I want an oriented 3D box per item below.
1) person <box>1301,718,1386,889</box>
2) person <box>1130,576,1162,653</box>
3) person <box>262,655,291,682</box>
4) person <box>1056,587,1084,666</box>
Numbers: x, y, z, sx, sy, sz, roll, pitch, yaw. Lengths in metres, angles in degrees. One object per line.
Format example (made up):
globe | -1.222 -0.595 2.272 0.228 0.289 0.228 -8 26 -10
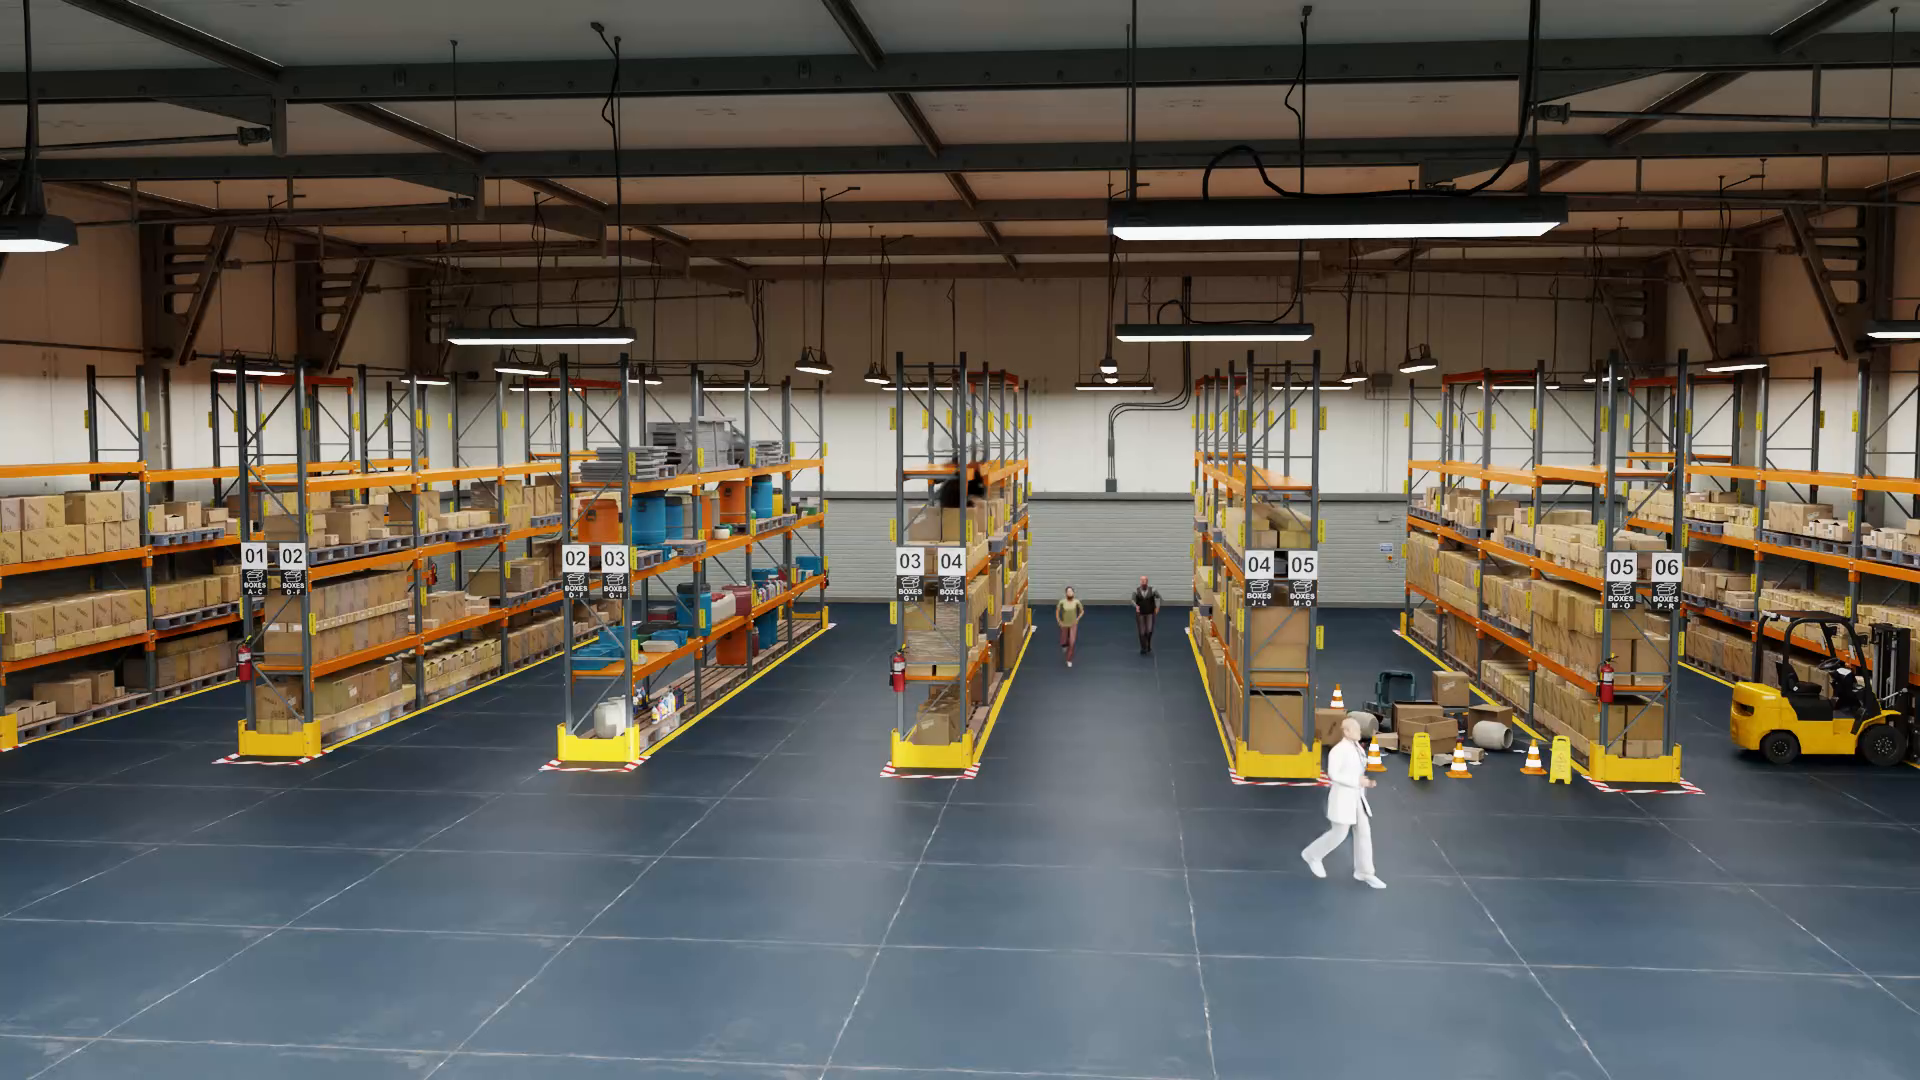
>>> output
person | 4.180 2.826 18.046 0.947 1.807 0.732 3 5 41
person | 3.981 1.613 35.793 0.652 1.677 0.610 1 4 10
person | -11.536 2.077 28.259 0.695 1.783 1.043 0 4 4
person | 2.269 1.767 34.340 0.582 1.609 0.719 1 4 7
